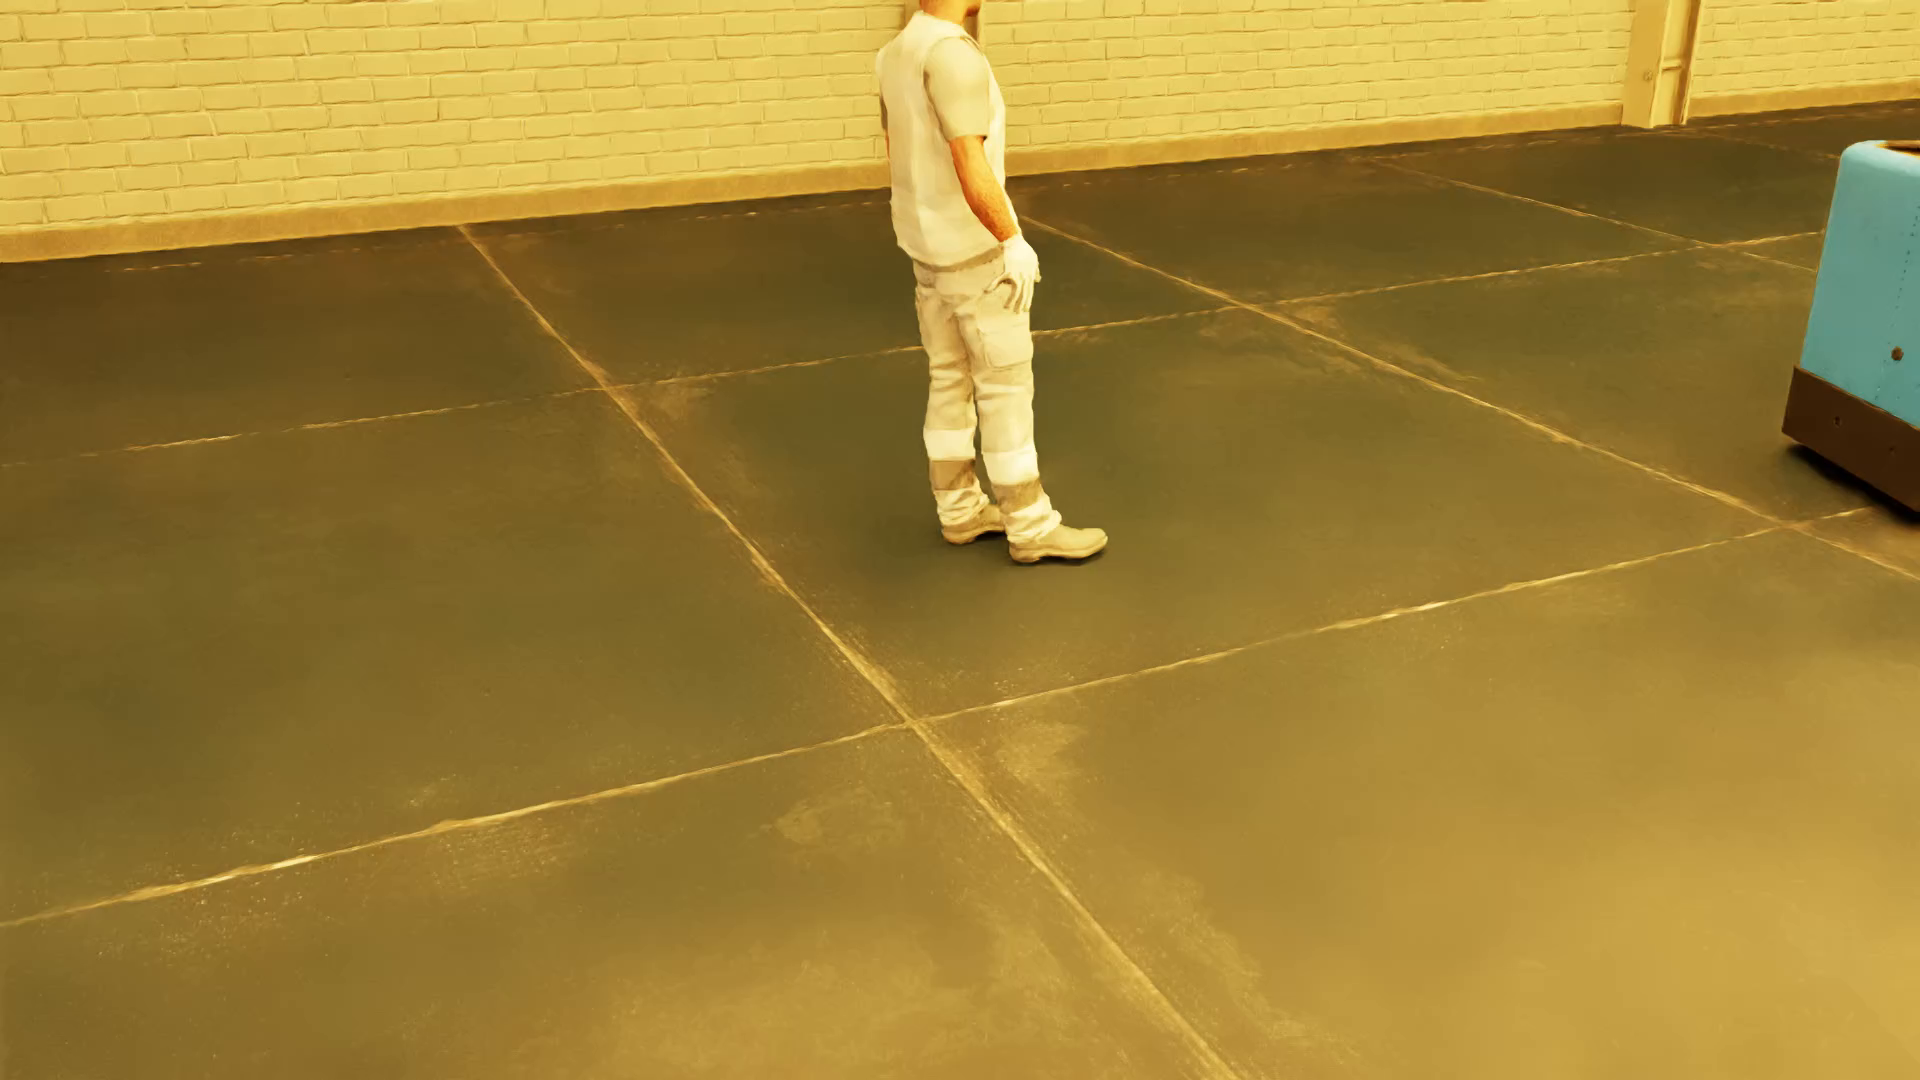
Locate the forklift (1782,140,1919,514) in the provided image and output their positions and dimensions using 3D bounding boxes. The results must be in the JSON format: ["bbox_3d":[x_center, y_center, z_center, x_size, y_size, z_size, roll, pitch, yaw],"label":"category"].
[{"bbox_3d":[4.428,-1.547,5.010,3.031,2.935,1.130,-2,23,-5],"label":"forklift"}]

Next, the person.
[{"bbox_3d":[0.078,-0.842,4.783,0.563,1.787,0.637,-10,25,-23],"label":"person"}]
